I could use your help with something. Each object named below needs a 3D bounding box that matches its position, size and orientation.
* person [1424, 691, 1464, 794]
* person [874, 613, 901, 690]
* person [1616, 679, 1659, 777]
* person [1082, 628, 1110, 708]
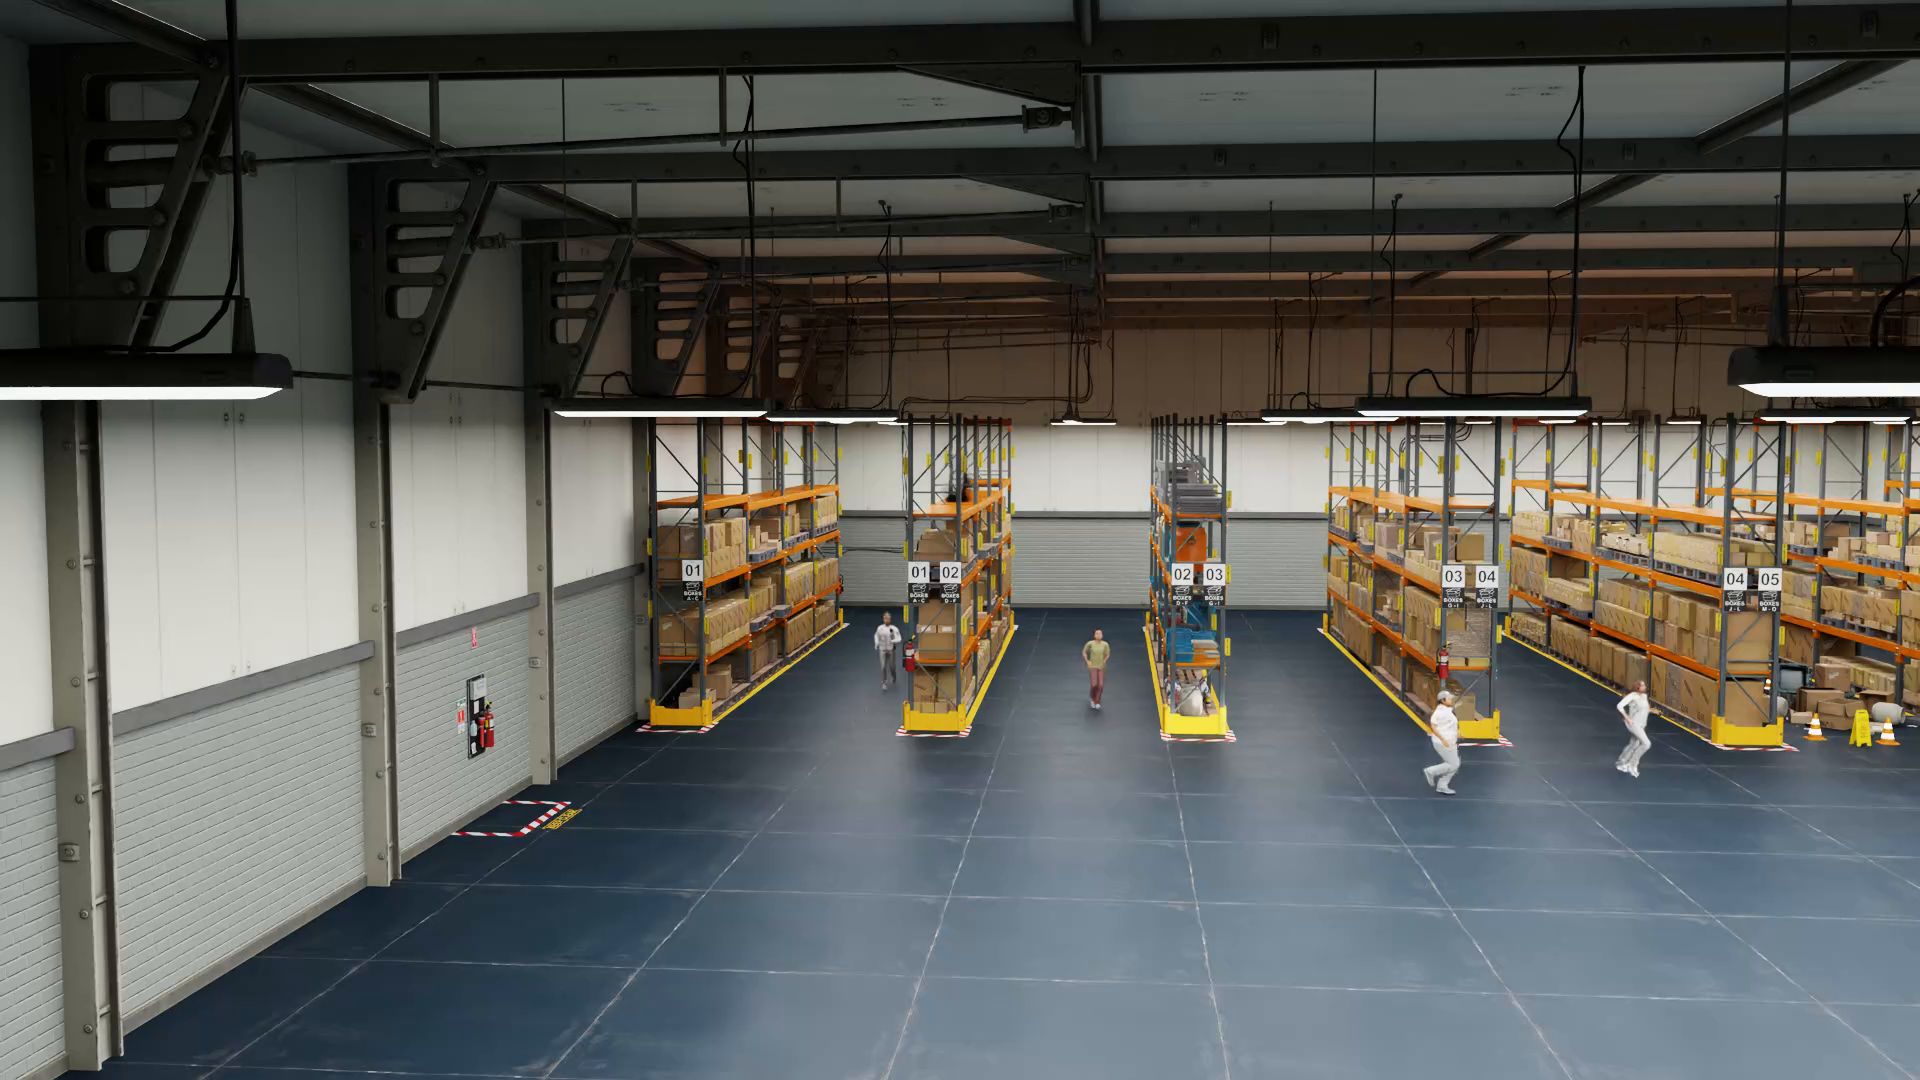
[{"bbox_3d":[7.592,3.163,26.052,0.554,1.617,0.621,2,4,29],"label":"person"},{"bbox_3d":[-1.600,2.418,36.543,0.624,1.669,0.856,0,4,6],"label":"person"},{"bbox_3d":[11.168,3.090,27.407,0.508,1.610,0.667,-3,5,-42],"label":"person"},{"bbox_3d":[2.797,2.622,33.868,0.561,1.641,0.494,0,4,-6],"label":"person"}]
